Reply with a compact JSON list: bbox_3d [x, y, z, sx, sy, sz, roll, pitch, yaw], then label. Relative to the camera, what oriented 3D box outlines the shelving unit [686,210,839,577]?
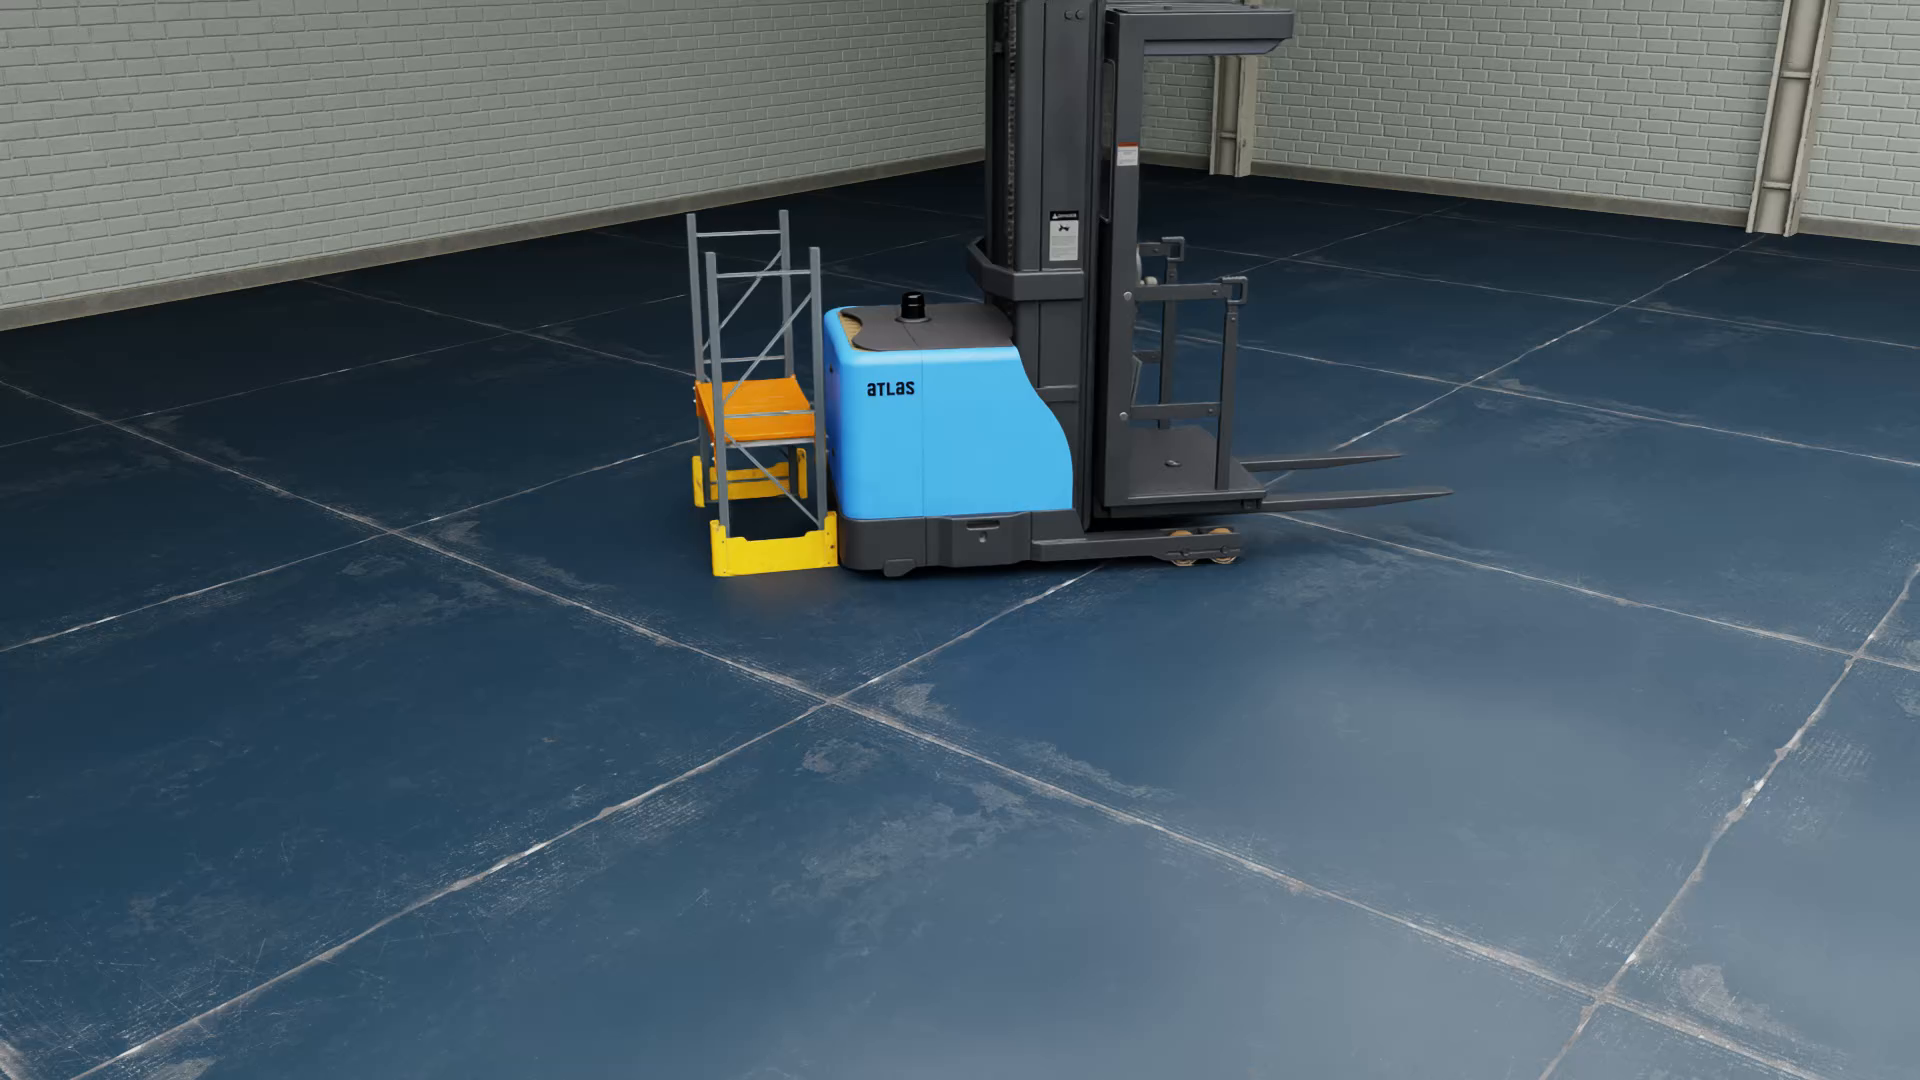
[{"bbox_3d":[-0.980,-0.739,8.003,0.587,1.500,1.083,-5,21,-12],"label":"shelving unit"}]

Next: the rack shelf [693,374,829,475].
[{"bbox_3d":[-0.982,-0.574,8.075,0.538,0.185,1.000,-5,21,-12],"label":"rack shelf"}]

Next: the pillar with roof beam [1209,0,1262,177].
[{"bbox_3d":[0.463,-7.345,14.892,0.400,9.000,9.100,16,26,36],"label":"pillar with roof beam"}]

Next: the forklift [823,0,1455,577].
[{"bbox_3d":[0.883,-1.428,7.801,3.031,2.935,1.130,-3,21,-9],"label":"forklift"}]

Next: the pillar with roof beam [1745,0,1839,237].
[{"bbox_3d":[5.111,-6.006,11.343,0.400,9.000,9.100,16,26,36],"label":"pillar with roof beam"}]

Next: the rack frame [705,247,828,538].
[{"bbox_3d":[-0.864,-0.568,7.548,0.500,1.500,0.032,-5,21,-12],"label":"rack frame"}]

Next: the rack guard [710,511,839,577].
[{"bbox_3d":[-0.865,0.017,7.770,0.587,0.250,0.087,-5,21,-12],"label":"rack guard"}]

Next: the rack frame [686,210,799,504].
[{"bbox_3d":[-1.099,-0.917,8.474,0.500,1.500,0.032,-5,21,-12],"label":"rack frame"}]

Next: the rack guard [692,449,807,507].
[{"bbox_3d":[-1.095,-0.325,8.677,0.587,0.250,0.087,-5,21,-12],"label":"rack guard"}]
